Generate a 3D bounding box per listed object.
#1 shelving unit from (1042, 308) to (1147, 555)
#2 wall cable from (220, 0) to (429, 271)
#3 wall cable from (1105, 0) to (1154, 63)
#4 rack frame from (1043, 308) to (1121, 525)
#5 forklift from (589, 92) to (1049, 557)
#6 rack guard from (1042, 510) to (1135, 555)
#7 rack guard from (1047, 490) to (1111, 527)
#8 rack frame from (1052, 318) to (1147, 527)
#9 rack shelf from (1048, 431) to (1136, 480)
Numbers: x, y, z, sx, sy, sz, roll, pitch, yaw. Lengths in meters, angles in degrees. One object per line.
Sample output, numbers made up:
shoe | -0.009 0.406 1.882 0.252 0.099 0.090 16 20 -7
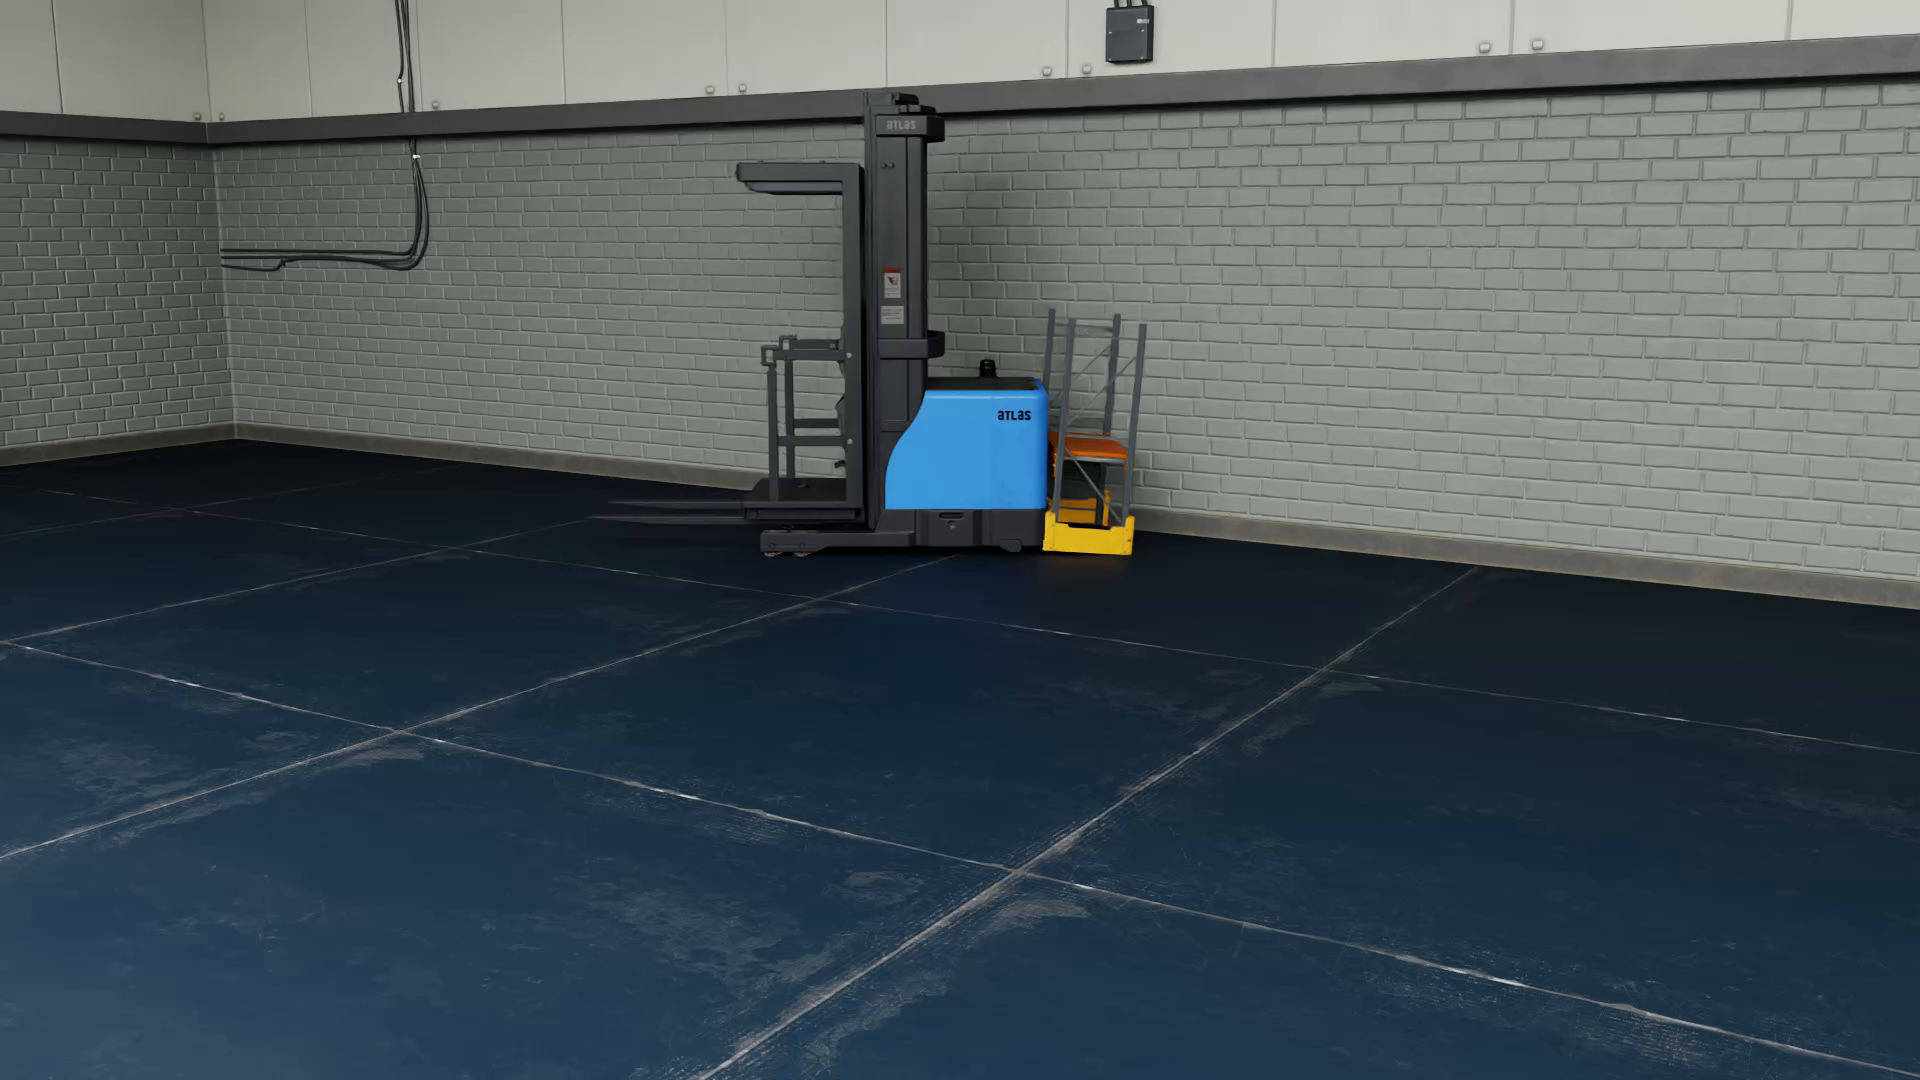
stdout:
shelving unit | 0.849 -0.755 11.198 0.587 1.500 1.083 4 11 -5
wall cable | -6.121 -3.785 15.569 3.097 2.526 0.112 6 12 31
wall cable | 1.984 -6.073 10.112 2.305 6.003 0.169 6 12 31
rack frame | 0.813 -0.858 11.703 0.500 1.500 0.032 4 11 -5
forklift | -0.931 -1.430 11.041 3.031 2.935 1.130 0 11 0
rack guard | 0.835 -0.045 10.831 0.587 0.250 0.087 4 11 -5
rack guard | 0.766 -0.243 11.805 0.587 0.250 0.087 4 11 -5
rack frame | 0.883 -0.657 10.709 0.500 1.500 0.032 4 11 -5
rack shelf | 0.834 -0.581 11.241 0.538 0.185 1.000 4 11 -5
